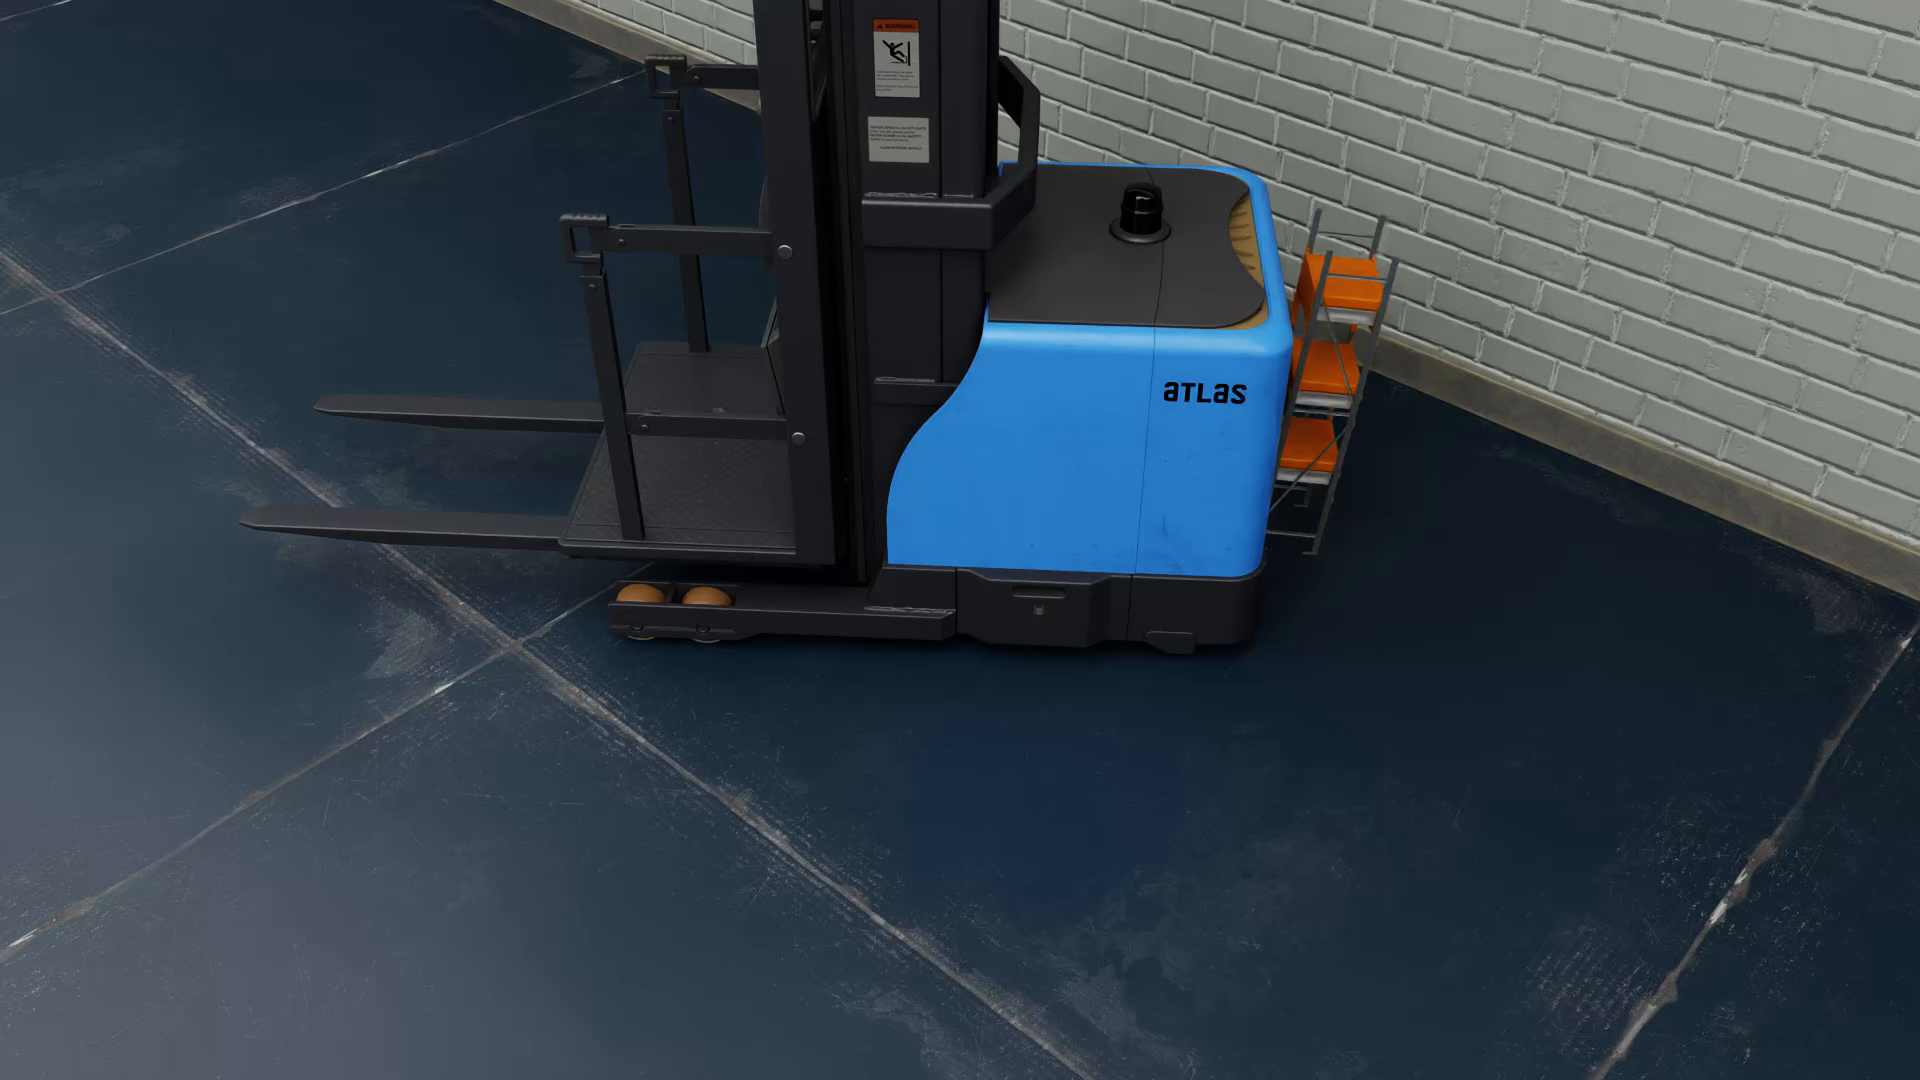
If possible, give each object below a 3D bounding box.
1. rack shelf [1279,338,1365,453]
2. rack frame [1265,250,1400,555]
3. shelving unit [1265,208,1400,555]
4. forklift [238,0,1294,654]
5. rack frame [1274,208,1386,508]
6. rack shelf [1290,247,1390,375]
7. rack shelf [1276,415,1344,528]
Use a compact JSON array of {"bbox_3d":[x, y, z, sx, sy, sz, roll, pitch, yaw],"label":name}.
[{"bbox_3d":[1.061,-0.439,4.962,0.215,0.259,0.240,5,39,-1],"label":"rack shelf"},{"bbox_3d":[1.056,-0.371,4.860,0.200,1.050,0.008,5,39,-1],"label":"rack frame"},{"bbox_3d":[1.062,-0.447,4.956,0.215,1.050,0.252,5,39,-1],"label":"shelving unit"},{"bbox_3d":[-0.622,-1.172,4.369,3.031,2.935,1.130,2,39,3],"label":"forklift"},{"bbox_3d":[1.068,-0.523,5.051,0.200,1.050,0.008,5,39,-1],"label":"rack frame"},{"bbox_3d":[1.084,-0.659,4.785,0.215,0.259,0.240,5,39,-1],"label":"rack shelf"},{"bbox_3d":[1.038,-0.223,5.136,0.215,0.259,0.240,5,39,-1],"label":"rack shelf"}]
